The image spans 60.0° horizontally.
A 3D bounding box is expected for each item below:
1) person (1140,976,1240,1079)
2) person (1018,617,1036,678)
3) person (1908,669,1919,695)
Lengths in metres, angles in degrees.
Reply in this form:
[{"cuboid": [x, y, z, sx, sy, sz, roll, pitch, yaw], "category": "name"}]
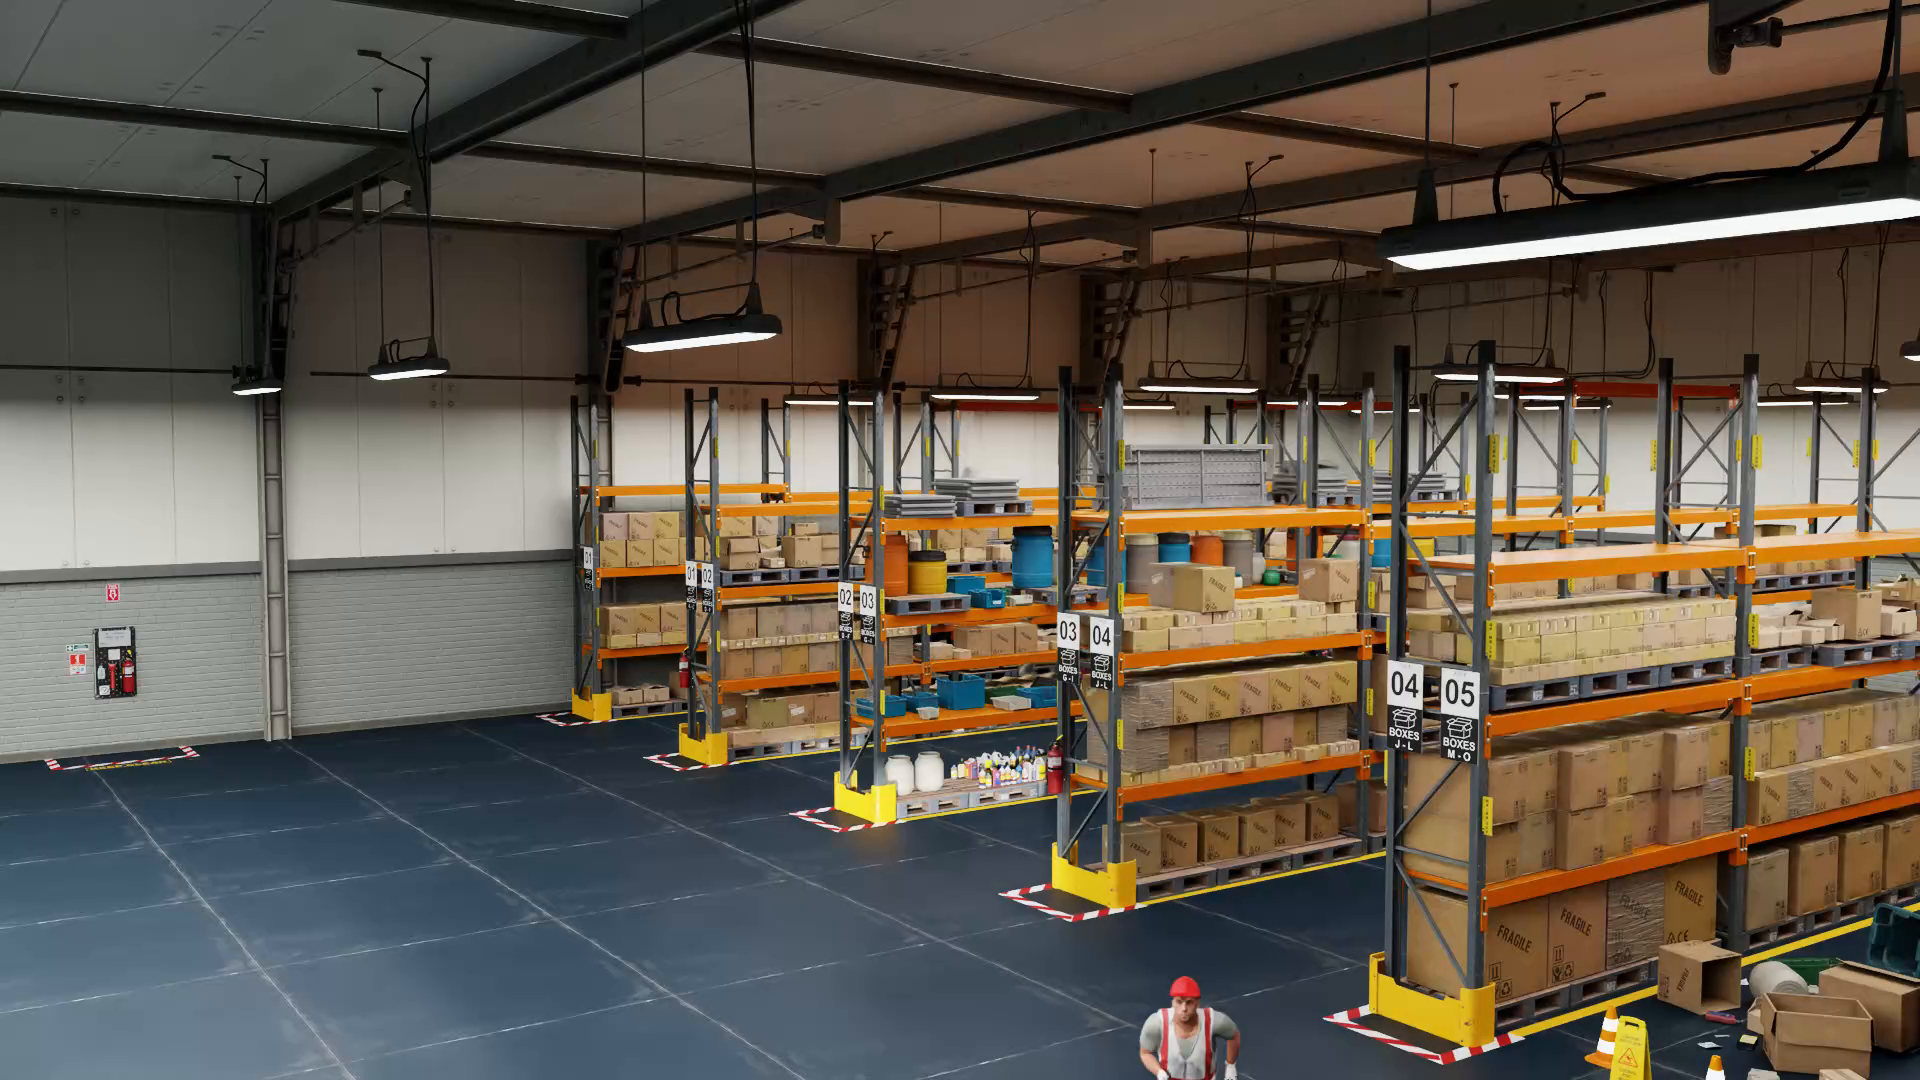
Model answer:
[{"cuboid": [1.497, 3.662, 10.897, 0.637, 1.719, 0.720, 1, 4, 14], "category": "person"}, {"cuboid": [1.351, 2.325, 32.779, 0.949, 1.777, 0.686, -2, 4, -36], "category": "person"}, {"cuboid": [15.297, 2.794, 26.234, 0.595, 1.552, 0.659, -3, 5, -44], "category": "person"}]
